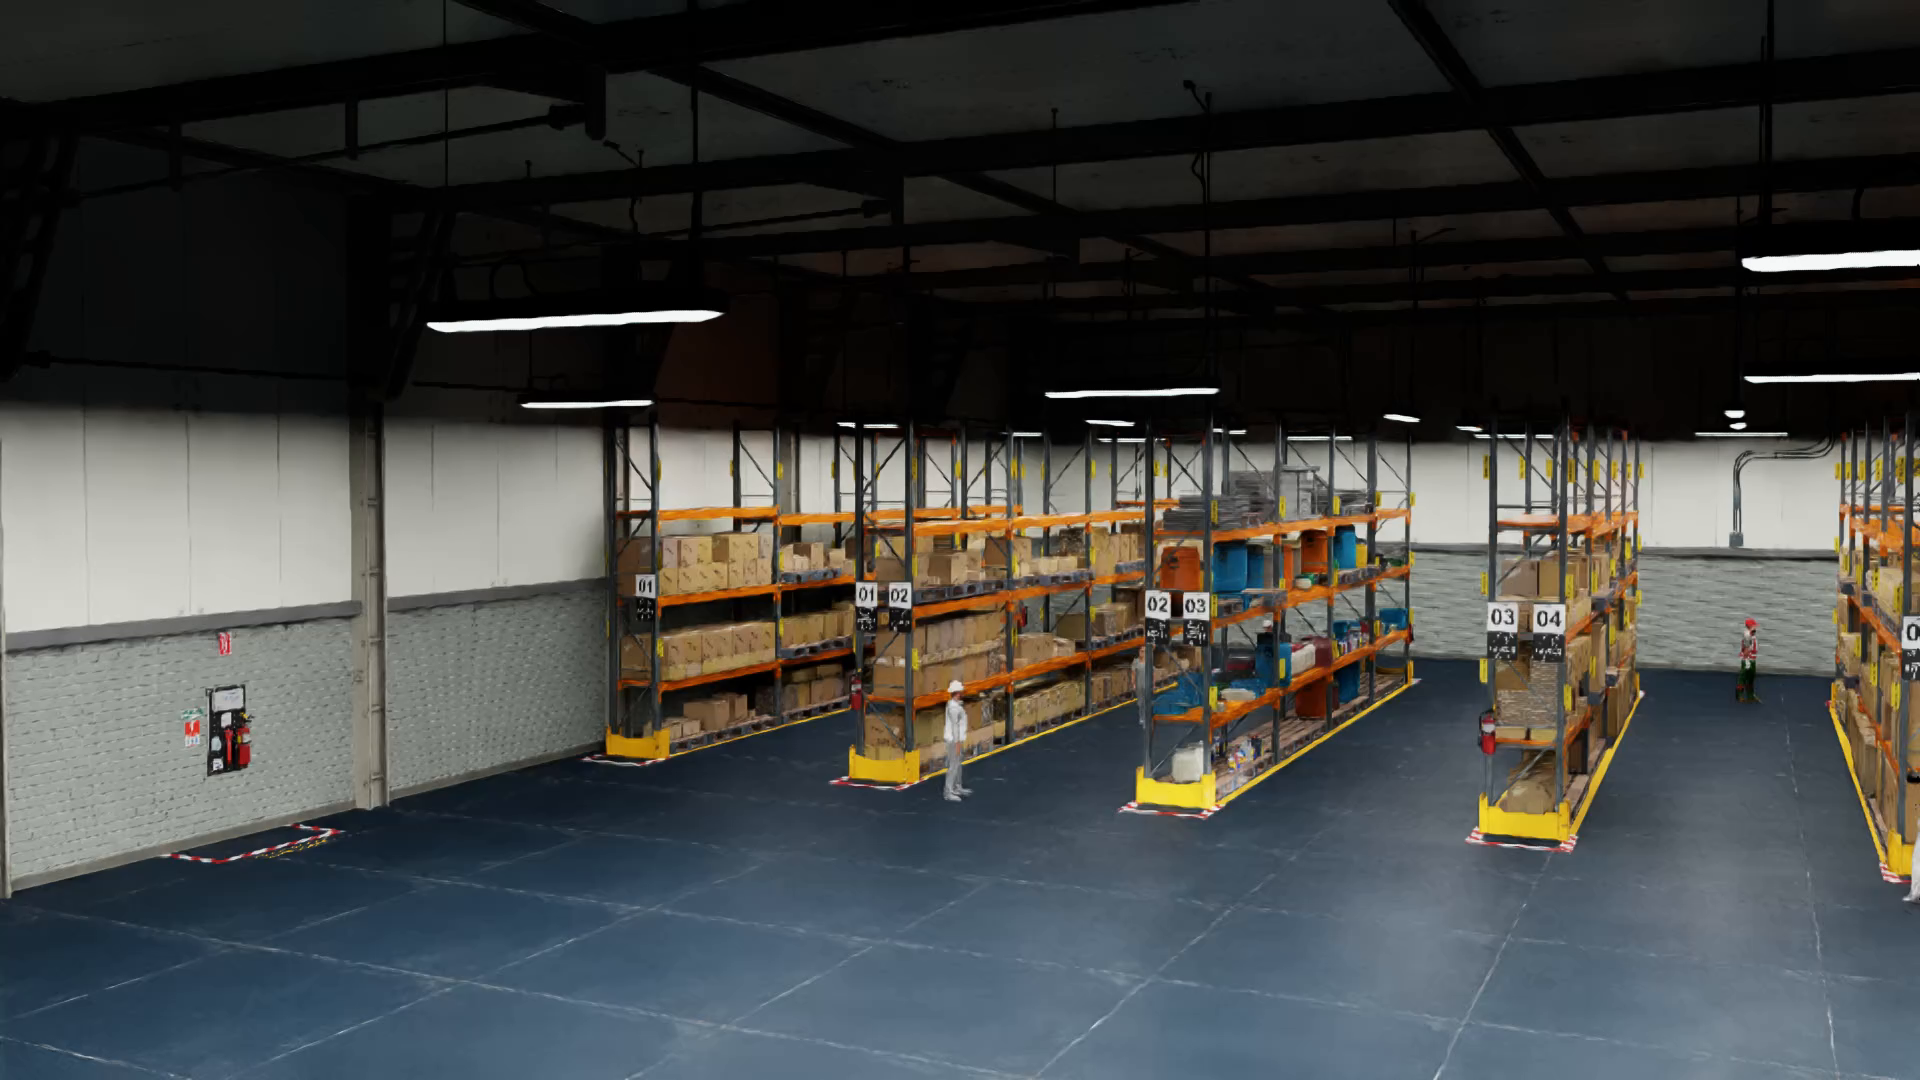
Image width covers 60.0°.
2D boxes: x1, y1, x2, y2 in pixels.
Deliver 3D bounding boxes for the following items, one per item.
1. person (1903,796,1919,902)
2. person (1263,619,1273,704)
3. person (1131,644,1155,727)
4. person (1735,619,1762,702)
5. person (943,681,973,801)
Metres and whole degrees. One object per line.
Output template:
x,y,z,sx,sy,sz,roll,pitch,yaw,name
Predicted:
11.358,3.388,19.263,0.947,1.606,0.518,-2,3,-42,person
6.636,2.592,35.641,0.450,1.789,0.605,0,2,-6,person
3.552,2.824,32.347,0.444,1.604,1.016,1,3,17,person
17.045,2.591,35.906,0.478,1.790,0.643,2,3,32,person
-0.026,3.033,25.278,0.463,1.782,0.598,0,2,-3,person
